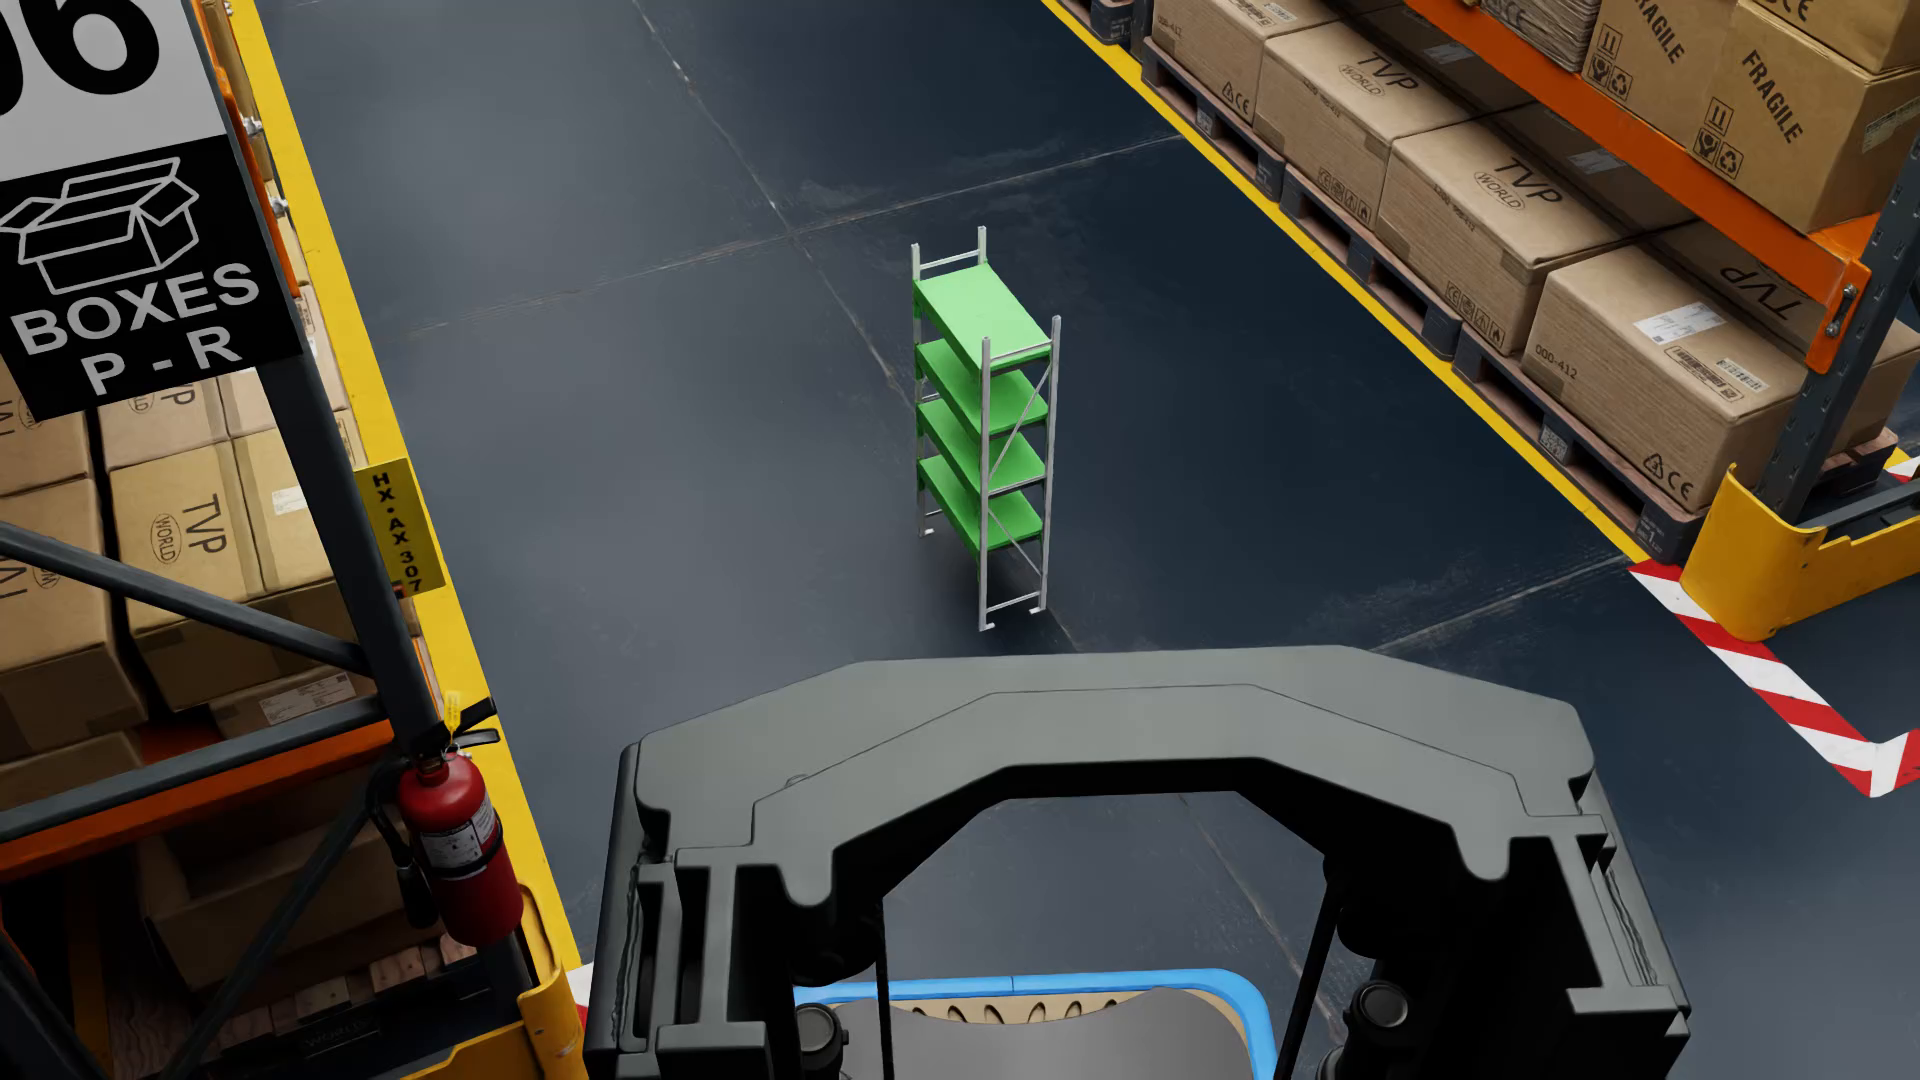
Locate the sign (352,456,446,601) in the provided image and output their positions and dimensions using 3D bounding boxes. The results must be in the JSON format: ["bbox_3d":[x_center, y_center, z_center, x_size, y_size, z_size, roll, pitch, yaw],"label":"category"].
[{"bbox_3d":[-1.016,-0.016,3.014,0.100,0.325,0.005,-18,47,-17],"label":"sign"}]

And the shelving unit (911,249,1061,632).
[{"bbox_3d":[4.177,-4.790,9.751,13.061,1.200,8.595,-18,47,-17],"label":"shelving unit"}]

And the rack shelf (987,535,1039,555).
[{"bbox_3d":[0.070,-0.126,5.415,0.199,0.029,0.442,-18,47,-17],"label":"rack shelf"}]

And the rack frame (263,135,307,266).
[{"bbox_3d":[-3.190,-2.097,5.739,1.000,3.000,0.127,-18,47,-17],"label":"rack frame"}]

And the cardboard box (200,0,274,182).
[{"bbox_3d":[-2.086,-1.192,4.183,0.500,0.500,0.500,-17,47,-16],"label":"cardboard box"}]

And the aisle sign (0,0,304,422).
[{"bbox_3d":[-1.213,-0.516,2.287,0.394,0.787,0.004,-18,47,-17],"label":"aisle sign"}]

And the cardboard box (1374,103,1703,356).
[{"bbox_3d":[2.233,-1.225,6.381,0.875,0.438,0.875,-17,47,-16],"label":"cardboard box"}]

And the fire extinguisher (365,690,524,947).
[{"bbox_3d":[-1.027,0.570,3.358,0.296,0.674,0.183,-18,47,-17],"label":"fire extinguisher"}]

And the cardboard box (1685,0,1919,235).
[{"bbox_3d":[2.551,-1.281,4.841,0.500,0.500,0.500,-18,47,-17],"label":"cardboard box"}]

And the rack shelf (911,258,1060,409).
[{"bbox_3d":[0.070,-0.618,4.929,0.258,0.148,0.480,-18,47,-17],"label":"rack shelf"}]

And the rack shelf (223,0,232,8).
[{"bbox_3d":[-4.031,-3.115,7.284,1.077,0.370,4.000,-18,47,-17],"label":"rack shelf"}]

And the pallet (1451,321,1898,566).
[{"bbox_3d":[2.586,-0.510,6.116,1.003,0.211,1.213,-18,47,-17],"label":"pallet"}]

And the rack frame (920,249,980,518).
[{"bbox_3d":[-0.034,-0.477,5.379,0.228,1.046,0.006,-18,47,-17],"label":"rack frame"}]

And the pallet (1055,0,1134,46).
[{"bbox_3d":[0.919,-3.042,8.683,1.003,0.211,1.213,-18,47,-17],"label":"pallet"}]

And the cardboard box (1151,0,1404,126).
[{"bbox_3d":[1.478,-2.371,7.542,0.875,0.438,0.875,-19,48,-18],"label":"cardboard box"}]

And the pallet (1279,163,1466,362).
[{"bbox_3d":[2.077,-1.286,6.903,1.003,0.211,1.213,-18,47,-17],"label":"pallet"}]

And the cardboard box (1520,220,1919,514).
[{"bbox_3d":[2.625,-0.645,5.793,0.875,0.438,0.875,-20,48,-19],"label":"cardboard box"}]

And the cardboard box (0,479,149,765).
[{"bbox_3d":[-1.943,0.185,3.322,0.500,0.250,0.500,-17,47,-16],"label":"cardboard box"}]

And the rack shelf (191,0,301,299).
[{"bbox_3d":[-2.349,-1.634,3.647,1.077,0.370,4.000,-18,47,-17],"label":"rack shelf"}]

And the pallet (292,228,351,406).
[{"bbox_3d":[-2.903,-0.666,6.275,1.003,0.211,1.213,-18,47,-17],"label":"pallet"}]

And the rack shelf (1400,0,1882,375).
[{"bbox_3d":[2.153,-2.034,6.188,1.077,0.370,4.000,-18,47,-17],"label":"rack shelf"}]

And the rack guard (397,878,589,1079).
[{"bbox_3d":[-1.540,1.294,4.083,1.175,0.500,0.348,-18,47,-17],"label":"rack guard"}]

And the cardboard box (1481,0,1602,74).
[{"bbox_3d":[2.128,-1.930,5.499,0.500,0.500,0.500,-17,47,-16],"label":"cardboard box"}]

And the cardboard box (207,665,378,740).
[{"bbox_3d":[-1.398,0.251,3.539,0.380,0.149,0.250,-18,48,-18],"label":"cardboard box"}]

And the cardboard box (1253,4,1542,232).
[{"bbox_3d":[1.855,-1.800,6.964,0.875,0.438,0.875,-19,48,-19],"label":"cardboard box"}]

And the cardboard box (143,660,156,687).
[{"bbox_3d":[-1.942,0.230,3.560,0.380,0.149,0.250,-17,47,-16],"label":"cardboard box"}]

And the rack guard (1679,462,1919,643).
[{"bbox_3d":[3.004,-0.111,5.506,1.175,0.500,0.348,-18,47,-17],"label":"rack guard"}]

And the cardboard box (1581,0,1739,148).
[{"bbox_3d":[2.353,-1.605,5.170,0.500,0.500,0.500,-19,48,-18],"label":"cardboard box"}]

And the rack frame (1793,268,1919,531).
[{"bbox_3d":[2.990,-1.015,4.643,0.949,2.616,0.053,-18,47,-17],"label":"rack frame"}]

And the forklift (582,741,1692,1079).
[{"bbox_3d":[3.779,0.051,3.674,8.545,2.843,7.303,-2,45,-2],"label":"forklift"}]

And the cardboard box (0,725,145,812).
[{"bbox_3d":[-1.891,0.410,3.378,0.380,0.149,0.250,-19,48,-18],"label":"cardboard box"}]

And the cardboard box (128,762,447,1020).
[{"bbox_3d":[-1.680,0.774,4.309,0.797,0.503,0.637,-20,48,-19],"label":"cardboard box"}]

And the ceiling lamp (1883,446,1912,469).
[{"bbox_3d":[2.675,-1.378,7.146,0.159,0.001,3.459,-18,47,-17],"label":"ceiling lamp"}]

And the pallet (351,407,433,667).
[{"bbox_3d":[-2.386,0.112,5.486,1.003,0.211,1.213,-18,47,-17],"label":"pallet"}]

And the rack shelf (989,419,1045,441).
[{"bbox_3d":[0.070,-0.467,5.078,0.199,0.029,0.442,-18,47,-17],"label":"rack shelf"}]

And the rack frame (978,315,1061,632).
[{"bbox_3d":[0.172,-0.166,5.064,0.240,1.200,0.015,-18,47,-17],"label":"rack frame"}]
